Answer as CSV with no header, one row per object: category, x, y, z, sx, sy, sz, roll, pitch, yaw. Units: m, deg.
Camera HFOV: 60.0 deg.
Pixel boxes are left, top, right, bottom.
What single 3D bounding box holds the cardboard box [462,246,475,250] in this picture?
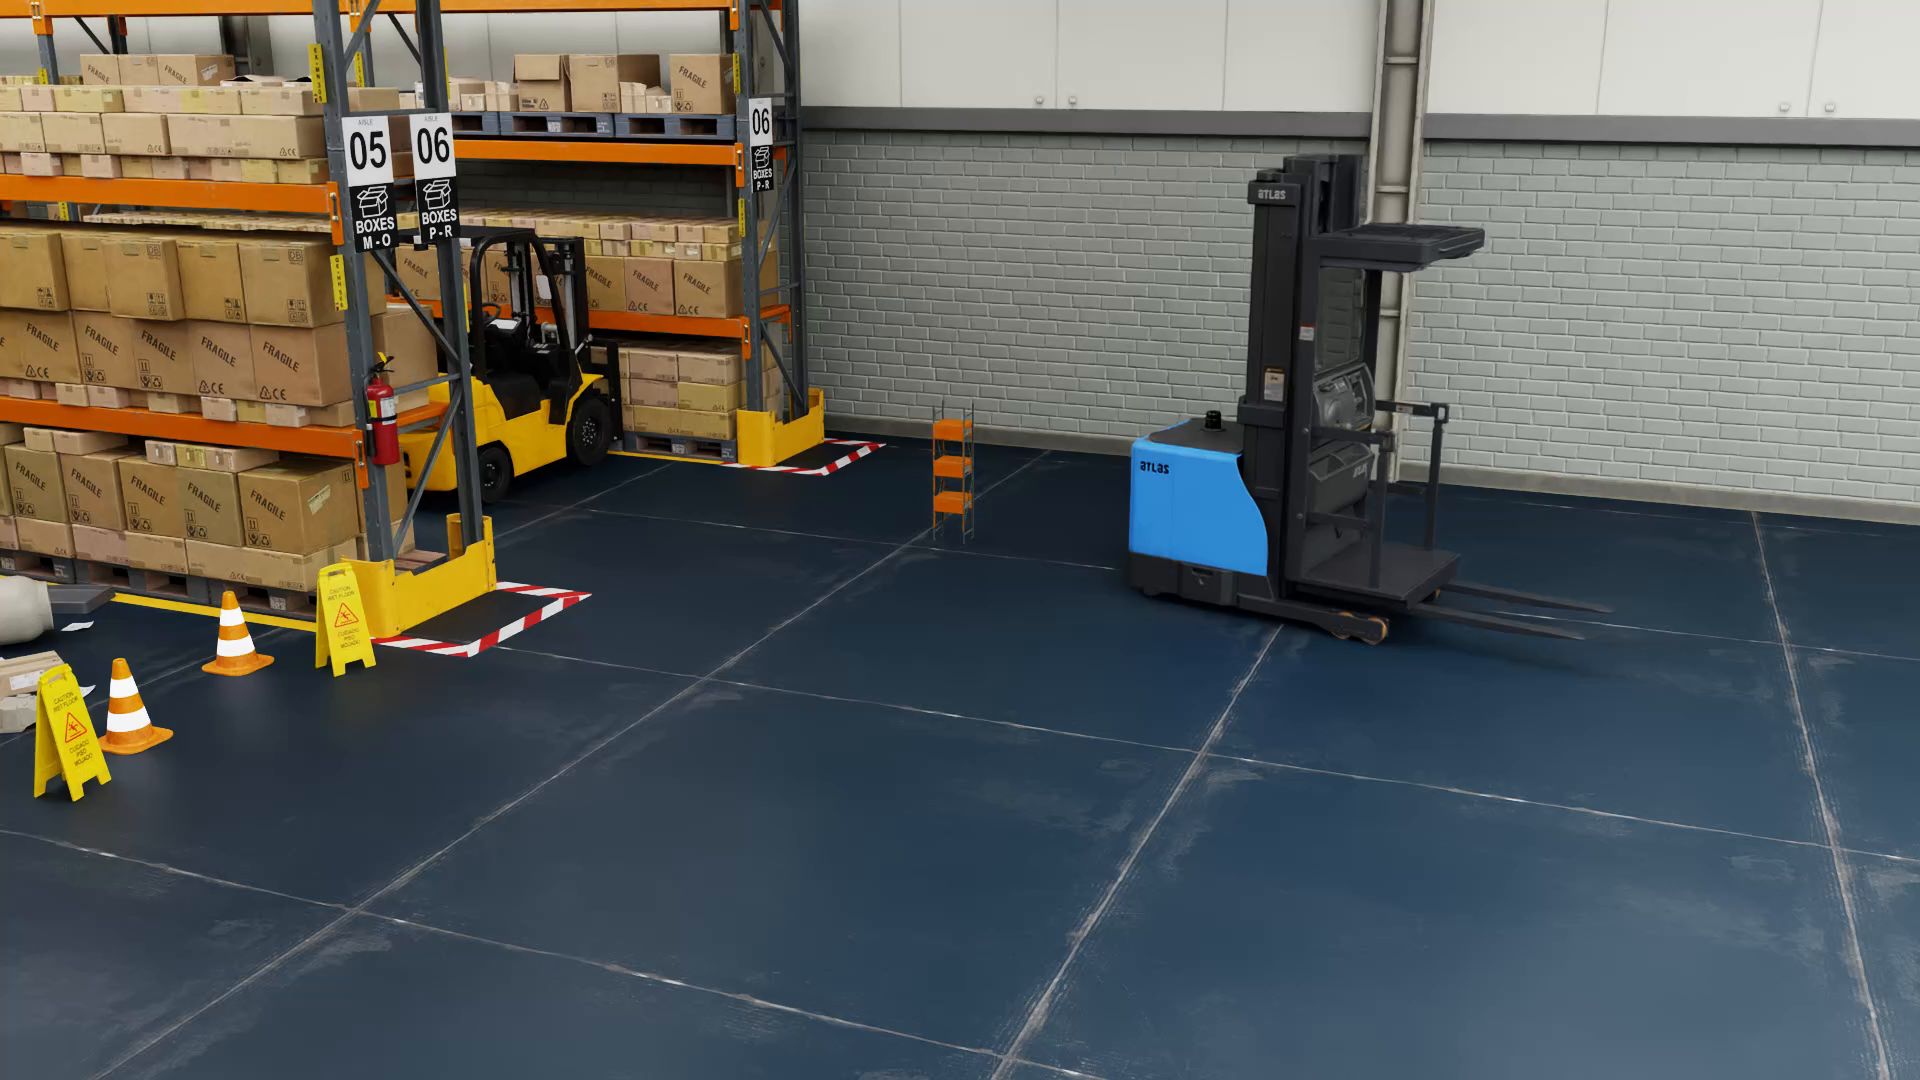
cardboard box,-4.500,-2.839,15.730,0.250,0.149,0.380,7,17,22

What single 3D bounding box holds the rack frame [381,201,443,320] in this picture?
rack frame,-5.397,-2.670,16.492,0.127,3.000,1.000,6,17,21

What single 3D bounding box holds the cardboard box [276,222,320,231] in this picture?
cardboard box,-6.544,-3.060,16.492,0.250,0.149,0.380,6,17,19

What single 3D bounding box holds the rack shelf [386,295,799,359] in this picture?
rack shelf,-3.536,-2.120,15.888,4.000,0.370,1.077,6,17,21

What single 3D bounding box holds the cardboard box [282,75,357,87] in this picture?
cardboard box,-6.159,-4.329,16.051,0.500,0.311,0.500,6,17,19

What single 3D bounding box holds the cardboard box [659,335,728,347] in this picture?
cardboard box,-2.520,-1.771,15.779,0.500,0.250,0.500,6,17,21

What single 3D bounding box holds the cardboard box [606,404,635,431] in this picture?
cardboard box,-3.150,-1.215,15.659,0.500,0.250,0.500,6,17,21

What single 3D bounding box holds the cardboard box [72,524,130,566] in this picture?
cardboard box,-5.770,-0.028,11.569,0.500,0.250,0.500,6,17,20

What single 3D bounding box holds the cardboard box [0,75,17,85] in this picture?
cardboard box,-10.018,-4.809,17.499,0.250,0.149,0.380,6,17,19

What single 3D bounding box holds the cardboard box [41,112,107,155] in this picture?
cardboard box,-5.491,-2.622,10.680,0.500,0.250,0.500,6,17,21

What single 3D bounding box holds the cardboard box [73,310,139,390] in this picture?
cardboard box,-5.492,-1.310,11.092,0.500,0.500,0.500,6,17,21

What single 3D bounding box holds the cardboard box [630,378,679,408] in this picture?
cardboard box,-2.706,-1.405,15.416,0.500,0.250,0.500,6,17,20

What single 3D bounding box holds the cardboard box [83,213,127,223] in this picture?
cardboard box,-8.929,-3.330,17.422,0.250,0.149,0.380,7,18,22

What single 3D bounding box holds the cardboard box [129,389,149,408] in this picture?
cardboard box,-5.335,-0.997,11.179,0.250,0.149,0.380,6,17,21

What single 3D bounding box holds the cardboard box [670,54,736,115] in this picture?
cardboard box,-2.177,-3.982,14.516,0.500,0.500,0.500,7,18,22

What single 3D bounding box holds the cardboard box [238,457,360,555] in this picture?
cardboard box,-4.335,-0.229,10.916,0.500,0.500,0.500,6,17,21

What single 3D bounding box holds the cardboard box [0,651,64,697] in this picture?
cardboard box,-5.453,0.785,9.701,0.380,0.149,0.250,-12,20,-37

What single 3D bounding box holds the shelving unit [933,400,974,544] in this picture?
shelving unit,-0.050,-0.510,12.546,0.252,1.050,0.215,6,17,21

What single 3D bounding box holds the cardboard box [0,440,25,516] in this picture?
cardboard box,-6.765,-0.494,11.827,0.500,0.500,0.500,7,18,23

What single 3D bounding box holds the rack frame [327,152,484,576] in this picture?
rack frame,-3.494,-0.974,10.647,0.127,3.000,1.000,6,17,21

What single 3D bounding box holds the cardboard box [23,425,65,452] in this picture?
cardboard box,-6.192,-0.725,11.460,0.250,0.149,0.380,7,18,23

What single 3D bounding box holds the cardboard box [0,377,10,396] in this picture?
cardboard box,-6.527,-1.115,11.585,0.250,0.149,0.380,6,17,20

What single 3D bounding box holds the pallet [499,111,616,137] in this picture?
pallet,-3.463,-3.863,15.377,1.213,0.211,1.003,6,17,21

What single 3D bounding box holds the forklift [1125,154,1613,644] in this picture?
forklift,2.640,-0.921,10.590,3.031,2.935,1.130,11,19,33

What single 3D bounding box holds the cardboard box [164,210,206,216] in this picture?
cardboard box,-8.238,-3.418,17.725,0.250,0.149,0.380,6,17,21

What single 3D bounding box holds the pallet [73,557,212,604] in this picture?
pallet,-5.438,0.140,11.812,1.213,0.211,1.003,6,17,21

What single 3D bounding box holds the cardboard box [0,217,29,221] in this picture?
cardboard box,-6.885,-1.952,11.513,0.500,0.500,0.700,6,17,20

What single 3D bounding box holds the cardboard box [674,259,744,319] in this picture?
cardboard box,-2.230,-2.291,15.007,0.500,0.500,0.500,6,17,19

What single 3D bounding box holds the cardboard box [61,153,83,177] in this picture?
cardboard box,-5.578,-2.449,10.799,0.250,0.149,0.380,6,17,21

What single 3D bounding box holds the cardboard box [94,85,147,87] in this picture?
cardboard box,-5.608,-2.994,11.248,0.250,0.149,0.380,6,17,21

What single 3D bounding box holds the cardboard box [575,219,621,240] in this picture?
cardboard box,-3.310,-2.850,15.235,0.250,0.149,0.380,7,17,22

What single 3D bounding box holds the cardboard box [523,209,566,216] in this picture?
cardboard box,-4.030,-3.117,16.155,0.250,0.149,0.380,6,17,20

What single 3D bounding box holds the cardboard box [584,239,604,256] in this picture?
cardboard box,-3.303,-2.708,15.280,0.250,0.149,0.380,6,17,21

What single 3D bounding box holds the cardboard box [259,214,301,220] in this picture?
cardboard box,-7.046,-3.290,17.282,0.250,0.149,0.380,6,17,21

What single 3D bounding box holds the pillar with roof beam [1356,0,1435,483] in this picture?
pillar with roof beam,2.009,-3.717,9.336,0.400,9.000,9.100,6,17,21

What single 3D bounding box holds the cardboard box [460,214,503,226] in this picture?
cardboard box,-4.490,-2.983,15.693,0.250,0.149,0.380,7,17,22

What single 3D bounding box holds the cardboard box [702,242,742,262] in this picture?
cardboard box,-2.101,-2.584,14.850,0.250,0.149,0.380,7,17,21

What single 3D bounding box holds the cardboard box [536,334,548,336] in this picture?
cardboard box,-4.123,-1.798,15.872,0.500,0.250,0.500,7,18,23

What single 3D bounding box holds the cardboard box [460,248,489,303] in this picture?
cardboard box,-4.589,-2.556,15.920,0.500,0.500,0.500,7,17,22

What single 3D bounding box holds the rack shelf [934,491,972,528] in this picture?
rack shelf,-0.050,-0.233,12.627,0.240,0.259,0.215,6,17,21

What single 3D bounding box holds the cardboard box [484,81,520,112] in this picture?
cardboard box,-4.127,-4.066,15.226,0.258,0.266,0.396,6,17,19

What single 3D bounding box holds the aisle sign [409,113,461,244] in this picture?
aisle sign,-3.322,-2.296,10.539,0.004,0.787,0.394,6,17,21

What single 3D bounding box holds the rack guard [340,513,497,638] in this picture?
rack guard,-3.564,0.219,11.022,0.348,0.500,1.175,6,17,21

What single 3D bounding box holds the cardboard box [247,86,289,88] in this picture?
cardboard box,-4.406,-2.874,10.833,0.250,0.149,0.380,6,17,20

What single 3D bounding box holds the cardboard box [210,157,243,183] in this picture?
cardboard box,-4.406,-2.310,10.322,0.250,0.149,0.380,7,18,22

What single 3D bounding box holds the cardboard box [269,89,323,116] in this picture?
cardboard box,-3.917,-2.634,10.008,0.250,0.149,0.380,6,17,21

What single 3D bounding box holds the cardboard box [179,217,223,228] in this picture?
cardboard box,-7.725,-3.201,16.976,0.250,0.149,0.380,7,17,22

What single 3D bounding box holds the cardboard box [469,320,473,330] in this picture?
cardboard box,-4.868,-2.032,16.677,0.500,0.250,0.500,7,17,22

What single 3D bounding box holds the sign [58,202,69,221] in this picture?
sign,-9.308,-3.456,17.263,0.005,0.325,0.100,6,17,21

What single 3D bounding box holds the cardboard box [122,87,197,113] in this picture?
cardboard box,-5.062,-2.792,10.550,0.250,0.149,0.380,6,17,19

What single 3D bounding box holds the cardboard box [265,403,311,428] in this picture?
cardboard box,-4.196,-0.833,10.613,0.250,0.149,0.380,6,17,20

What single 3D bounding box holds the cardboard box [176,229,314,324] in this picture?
cardboard box,-4.517,-1.694,10.622,0.500,0.500,0.700,6,17,21

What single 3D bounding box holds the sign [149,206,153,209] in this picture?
sign,-8.917,-3.780,18.237,0.005,0.325,0.100,6,17,21

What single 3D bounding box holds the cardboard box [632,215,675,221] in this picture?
cardboard box,-2.871,-2.962,15.620,0.250,0.149,0.380,7,18,22

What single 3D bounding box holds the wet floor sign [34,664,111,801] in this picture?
wet floor sign,-4.462,0.941,8.276,0.232,0.644,0.267,3,17,11

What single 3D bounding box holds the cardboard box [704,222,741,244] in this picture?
cardboard box,-2.086,-2.746,14.875,0.250,0.149,0.380,6,17,21
